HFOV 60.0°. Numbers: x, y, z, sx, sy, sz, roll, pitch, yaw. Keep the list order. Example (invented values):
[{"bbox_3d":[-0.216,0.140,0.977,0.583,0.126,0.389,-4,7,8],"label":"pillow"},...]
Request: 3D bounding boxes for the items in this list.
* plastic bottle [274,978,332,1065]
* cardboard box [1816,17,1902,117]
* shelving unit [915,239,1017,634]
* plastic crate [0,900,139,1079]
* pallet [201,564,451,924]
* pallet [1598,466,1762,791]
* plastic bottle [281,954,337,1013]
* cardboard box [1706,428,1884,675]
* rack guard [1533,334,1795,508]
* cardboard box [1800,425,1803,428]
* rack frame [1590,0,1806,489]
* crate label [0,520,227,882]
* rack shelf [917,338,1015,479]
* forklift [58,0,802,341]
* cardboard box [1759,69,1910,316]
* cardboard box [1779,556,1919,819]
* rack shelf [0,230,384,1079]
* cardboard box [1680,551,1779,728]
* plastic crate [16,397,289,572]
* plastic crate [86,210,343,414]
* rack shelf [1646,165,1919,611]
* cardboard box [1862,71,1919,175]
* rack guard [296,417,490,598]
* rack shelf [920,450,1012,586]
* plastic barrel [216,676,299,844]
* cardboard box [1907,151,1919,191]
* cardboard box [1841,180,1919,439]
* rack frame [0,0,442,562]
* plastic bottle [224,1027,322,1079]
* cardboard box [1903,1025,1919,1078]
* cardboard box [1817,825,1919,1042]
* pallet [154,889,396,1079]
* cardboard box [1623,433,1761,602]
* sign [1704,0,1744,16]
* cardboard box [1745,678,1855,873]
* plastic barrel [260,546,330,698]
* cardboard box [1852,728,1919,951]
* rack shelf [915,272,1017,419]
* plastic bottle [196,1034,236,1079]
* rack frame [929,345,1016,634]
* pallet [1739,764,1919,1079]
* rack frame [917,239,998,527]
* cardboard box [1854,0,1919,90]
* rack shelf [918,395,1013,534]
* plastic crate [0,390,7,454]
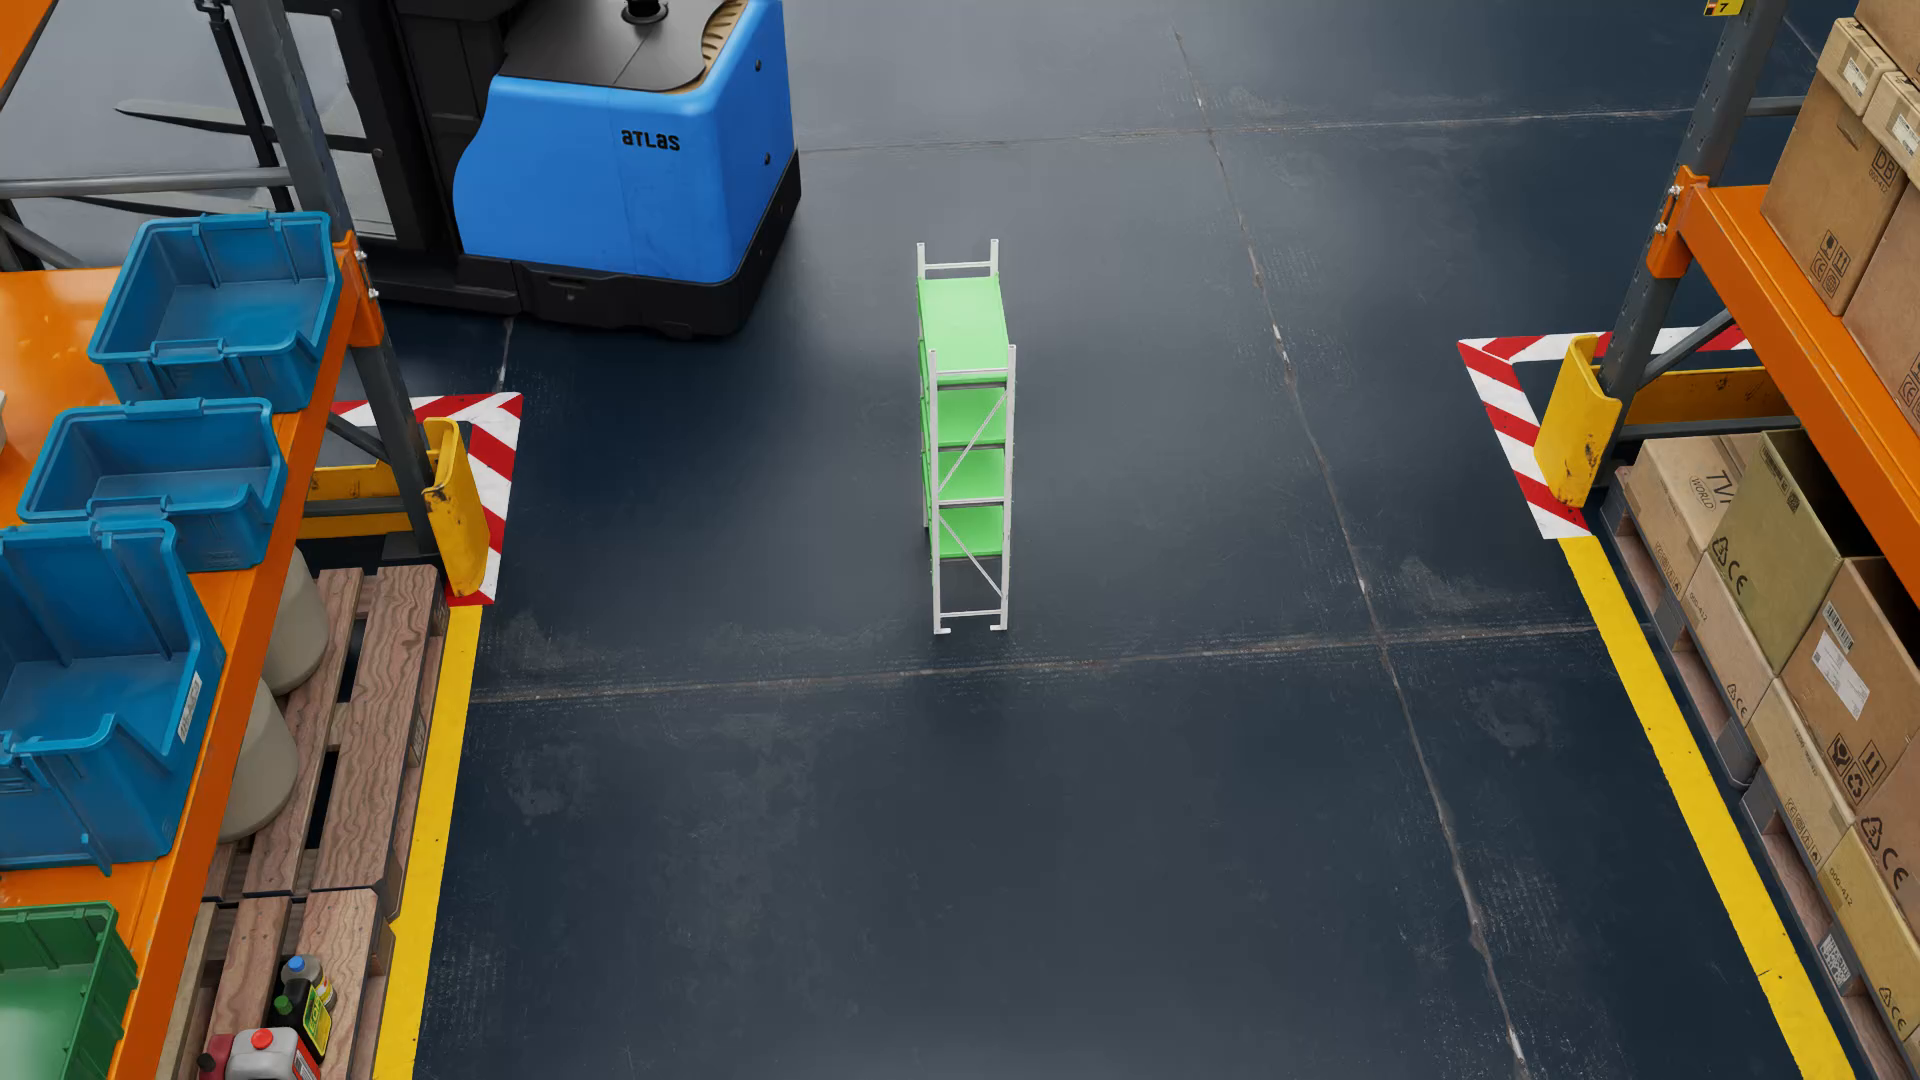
[{"bbox_3d":[-1.637,1.183,4.132,0.061,0.283,0.133,-2,47,-2],"label":"plastic bottle"},{"bbox_3d":[2.499,-1.245,4.347,0.380,0.149,0.250,-4,47,-4],"label":"cardboard box"},{"bbox_3d":[0.014,-0.293,5.201,0.258,1.200,0.503,-3,47,-3],"label":"shelving unit"},{"bbox_3d":[-1.754,0.982,2.900,0.450,0.188,0.662,-3,47,-3],"label":"plastic crate"},{"bbox_3d":[-2.140,0.613,5.024,1.003,0.211,1.213,-3,47,-3],"label":"pallet"},{"bbox_3d":[2.786,0.225,5.391,1.003,0.211,1.213,-3,47,-3],"label":"pallet"},{"bbox_3d":[-1.665,1.127,4.241,0.097,0.201,0.097,0,47,0],"label":"plastic bottle"},{"bbox_3d":[2.547,0.022,4.751,0.500,0.500,0.500,-3,47,-3],"label":"cardboard box"},{"bbox_3d":[2.678,-0.442,5.824,1.175,0.500,0.348,-3,47,-3],"label":"rack guard"},{"bbox_3d":[3.022,-0.371,5.123,0.500,0.500,0.500,-3,47,-3],"label":"cardboard box"},{"bbox_3d":[2.680,-1.284,4.900,1.000,3.000,0.127,-3,47,-3],"label":"rack frame"},{"bbox_3d":[-1.832,0.317,3.359,0.502,0.435,0.616,-3,47,-3],"label":"crate label"},{"bbox_3d":[0.014,-0.414,5.073,0.258,0.148,0.480,-3,47,-3],"label":"rack shelf"},{"bbox_3d":[-2.239,-2.317,5.926,3.031,2.935,1.130,8,47,8],"label":"forklift"},{"bbox_3d":[2.707,-0.980,4.543,0.700,0.500,0.500,-3,47,-3],"label":"cardboard box"},{"bbox_3d":[2.602,0.383,4.409,0.500,0.500,0.500,-3,47,-3],"label":"cardboard box"},{"bbox_3d":[-2.089,0.709,3.508,1.077,0.370,4.000,-3,47,-3],"label":"rack shelf"},{"bbox_3d":[2.549,0.280,5.023,0.500,0.250,0.500,-3,47,-3],"label":"cardboard box"},{"bbox_3d":[-1.867,-0.120,3.901,0.499,0.251,0.408,-3,47,-3],"label":"plastic crate"},{"bbox_3d":[-1.916,-0.591,4.346,0.499,0.251,0.616,-3,47,-3],"label":"plastic crate"},{"bbox_3d":[2.848,0.410,3.791,1.077,0.370,4.000,-3,47,-3],"label":"rack shelf"},{"bbox_3d":[2.523,-1.054,4.166,0.380,0.149,0.250,-5,47,-4],"label":"cardboard box"},{"bbox_3d":[-2.203,-0.074,5.476,1.175,0.500,0.348,-3,47,-3],"label":"rack guard"},{"bbox_3d":[0.014,-0.084,5.422,0.258,0.148,0.480,-3,47,-3],"label":"rack shelf"},{"bbox_3d":[-2.083,0.559,4.578,0.421,0.512,0.421,0,47,0],"label":"plastic barrel"},{"bbox_3d":[2.543,-0.873,3.995,0.380,0.149,0.250,-3,47,-3],"label":"cardboard box"},{"bbox_3d":[2.755,-0.600,4.184,0.700,0.500,0.500,-2,47,-2],"label":"cardboard box"},{"bbox_3d":[-2.256,-0.986,4.618,1.000,3.000,0.127,-3,47,-3],"label":"rack frame"},{"bbox_3d":[-1.672,1.286,4.039,0.152,0.276,0.135,-3,47,-3],"label":"plastic bottle"},{"bbox_3d":[2.670,1.366,3.995,0.500,0.250,0.500,-3,47,-3],"label":"cardboard box"},{"bbox_3d":[2.627,1.004,4.338,0.500,0.250,0.500,-3,47,-3],"label":"cardboard box"},{"bbox_3d":[-2.041,1.494,4.190,1.003,0.211,1.213,-3,47,-3],"label":"pallet"},{"bbox_3d":[2.503,-0.082,5.366,0.500,0.250,0.500,-3,47,-3],"label":"cardboard box"},{"bbox_3d":[2.127,-1.580,4.529,0.100,0.325,0.005,-3,47,-3],"label":"sign"},{"bbox_3d":[2.590,0.642,4.681,0.500,0.250,0.500,-3,47,-3],"label":"cardboard box"},{"bbox_3d":[-2.125,0.197,4.922,0.421,0.512,0.421,0,47,0],"label":"plastic barrel"},{"bbox_3d":[2.626,0.746,4.066,0.500,0.500,0.500,-3,47,-3],"label":"cardboard box"},{"bbox_3d":[0.014,-0.579,4.899,0.258,0.148,0.480,-3,47,-3],"label":"rack shelf"},{"bbox_3d":[-1.778,1.290,4.030,0.061,0.283,0.133,-3,47,-3],"label":"plastic bottle"},{"bbox_3d":[0.034,-0.116,5.034,0.240,1.200,0.015,-3,47,-3],"label":"rack frame"},{"bbox_3d":[2.885,1.106,4.557,1.003,0.211,1.213,-3,47,-3],"label":"pallet"},{"bbox_3d":[-0.007,-0.469,5.368,0.240,1.200,0.015,-3,47,-3],"label":"rack frame"},{"bbox_3d":[2.711,-1.388,4.036,0.700,0.500,0.500,-3,47,-3],"label":"cardboard box"},{"bbox_3d":[0.014,-0.249,5.247,0.258,0.148,0.480,-3,47,-3],"label":"rack shelf"},{"bbox_3d":[-2.502,-0.228,4.082,0.298,0.136,0.250,-3,47,-3],"label":"plastic crate"}]
